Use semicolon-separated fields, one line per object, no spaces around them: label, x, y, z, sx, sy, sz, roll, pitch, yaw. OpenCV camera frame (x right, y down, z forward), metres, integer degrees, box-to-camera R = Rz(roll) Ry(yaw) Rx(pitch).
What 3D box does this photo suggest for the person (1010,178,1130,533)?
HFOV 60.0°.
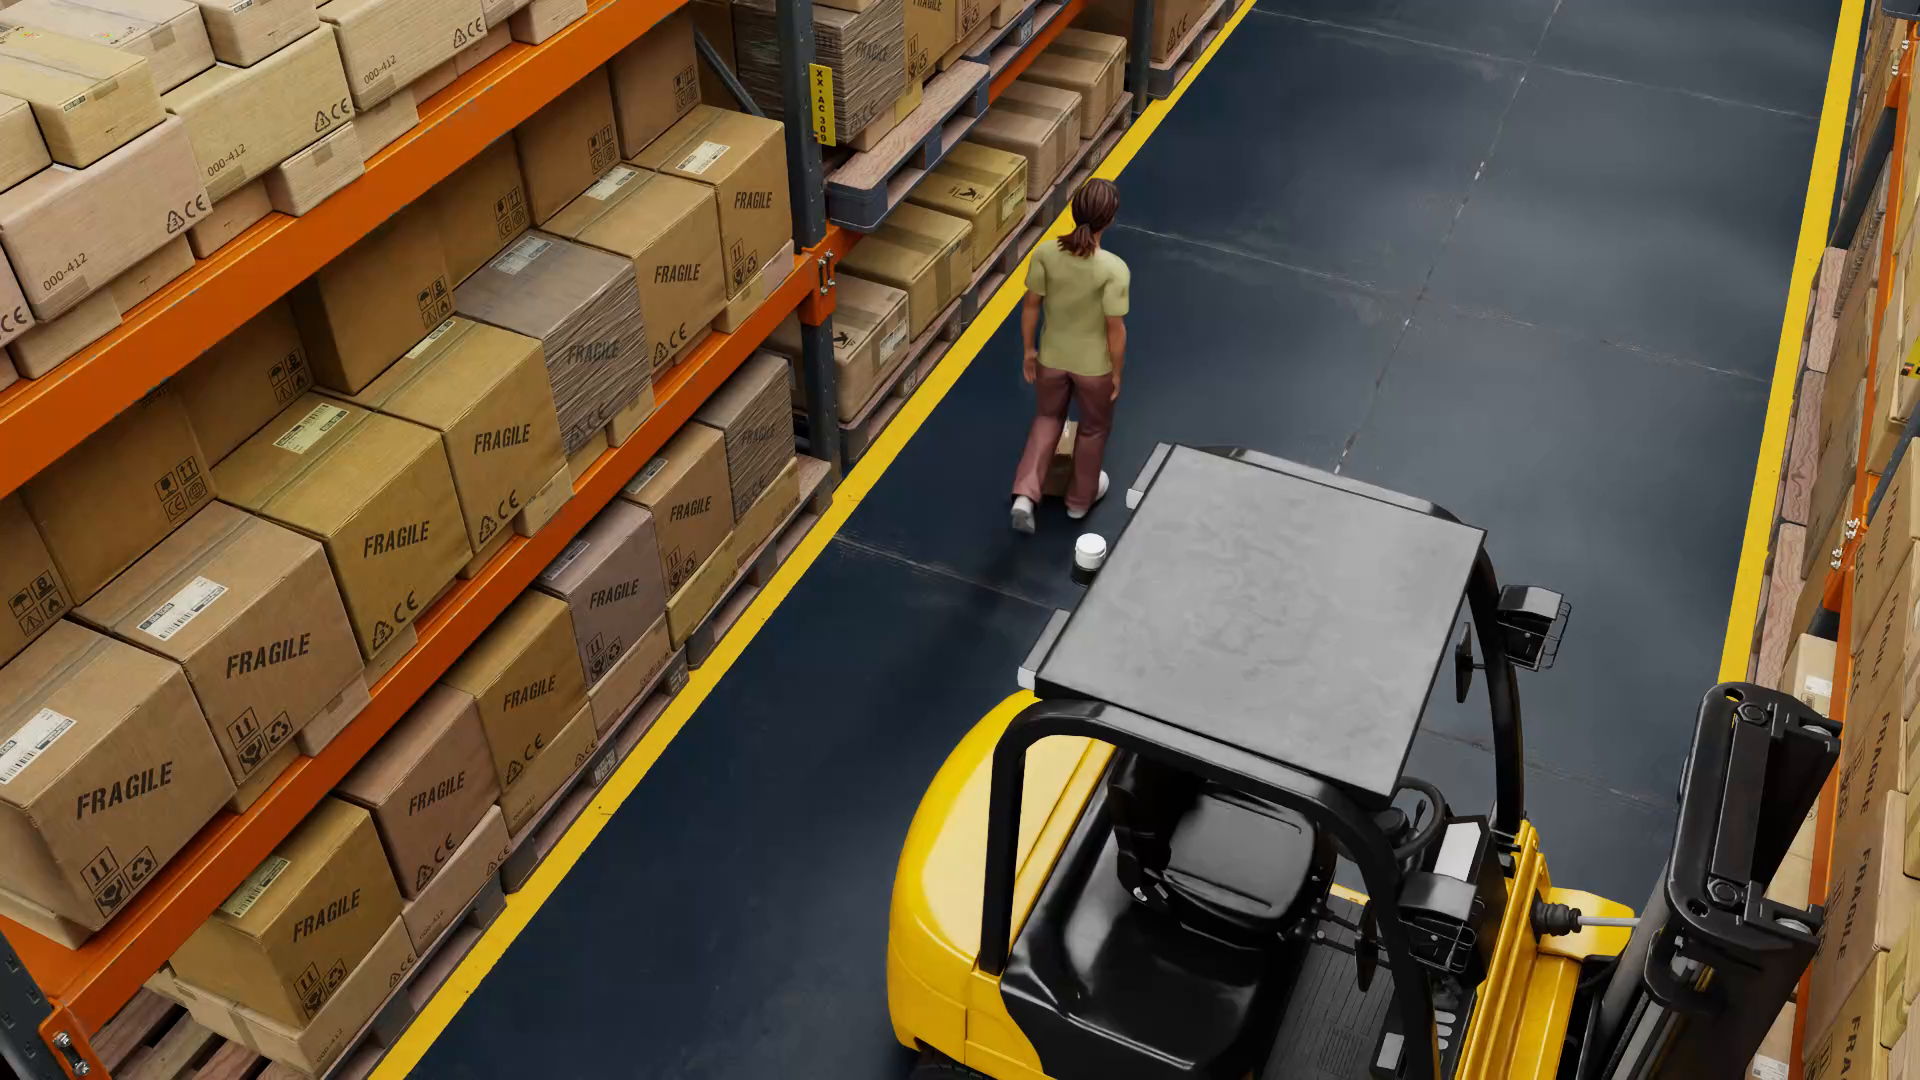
person;0.446;-0.702;6.917;0.457;1.654;0.679;18;45;19
